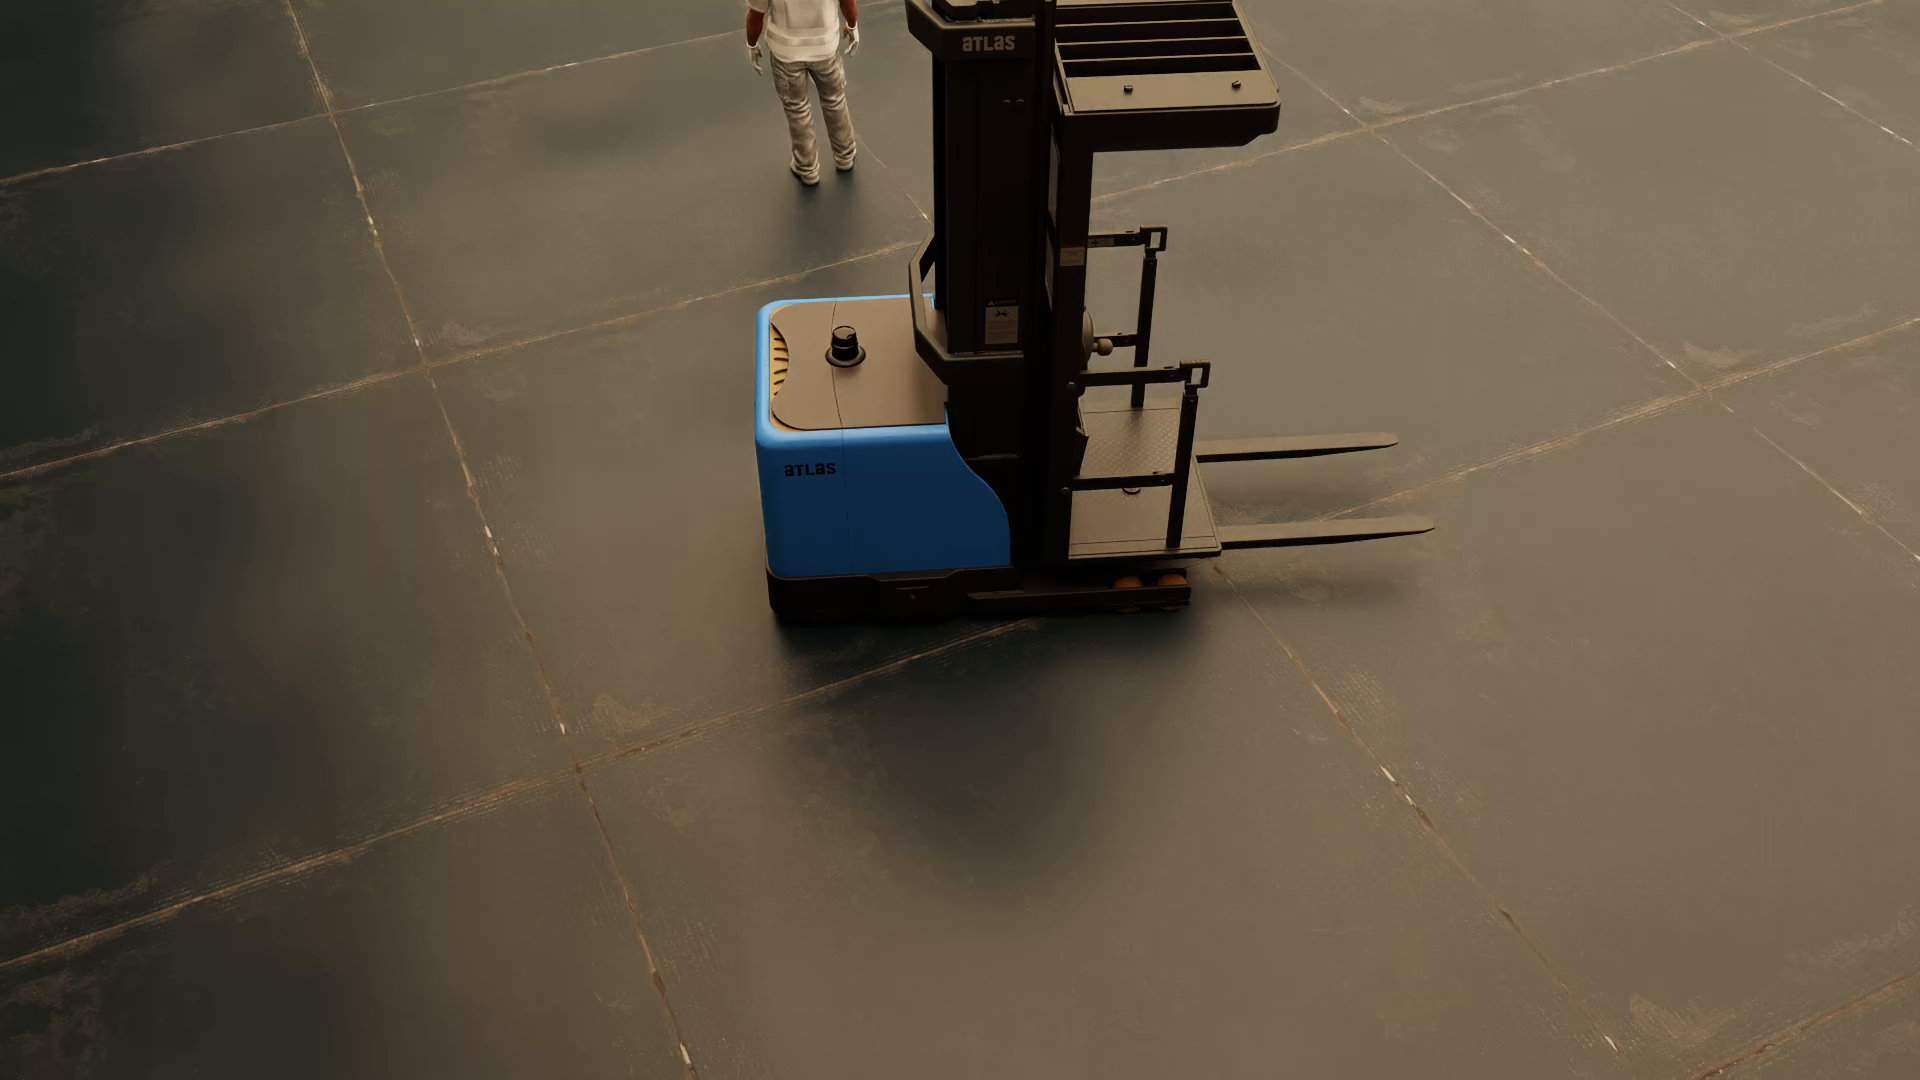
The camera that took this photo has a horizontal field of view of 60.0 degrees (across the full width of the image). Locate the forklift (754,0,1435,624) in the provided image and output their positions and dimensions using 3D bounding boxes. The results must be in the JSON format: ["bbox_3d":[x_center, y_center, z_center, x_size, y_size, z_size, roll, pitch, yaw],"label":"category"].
[{"bbox_3d":[0.627,-1.106,6.866,3.031,2.935,1.130,-3,43,-3],"label":"forklift"}]

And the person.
[{"bbox_3d":[-0.914,-2.901,9.619,0.656,1.782,0.577,-10,44,-10],"label":"person"}]
